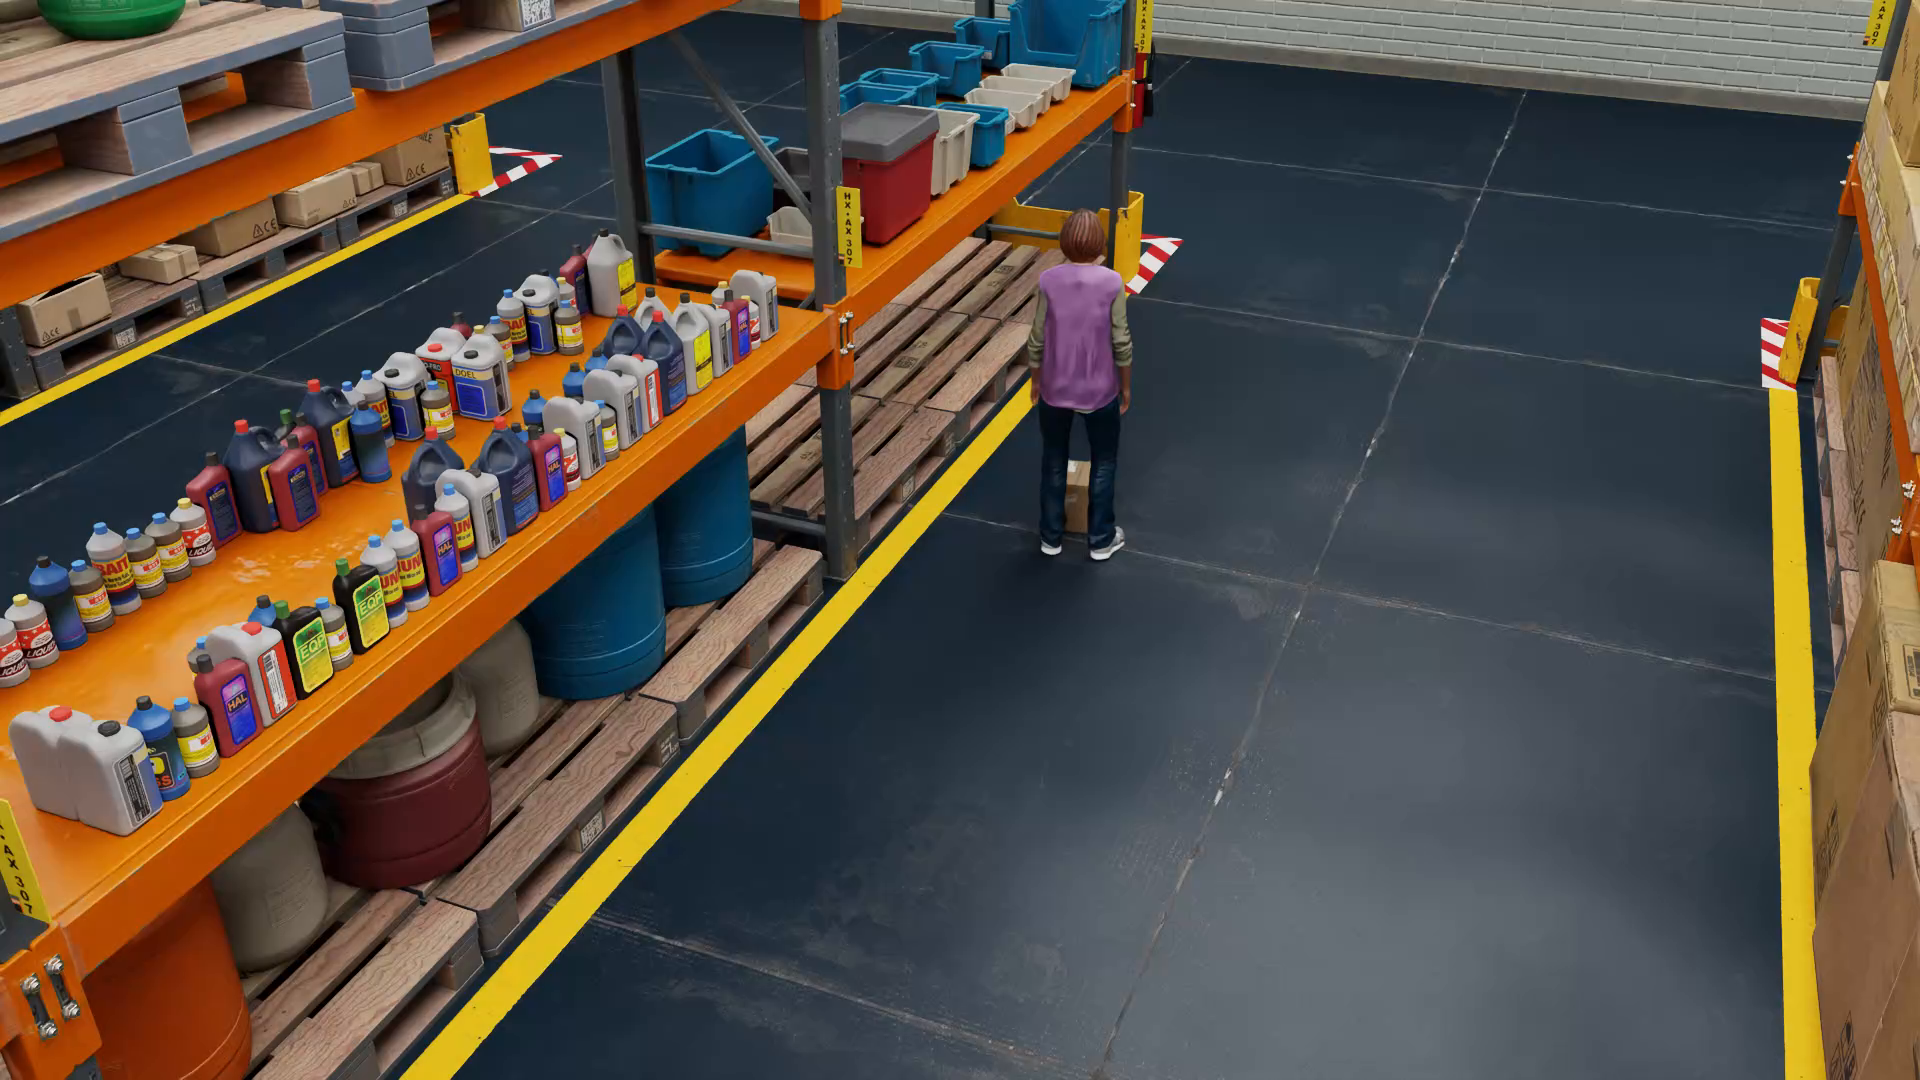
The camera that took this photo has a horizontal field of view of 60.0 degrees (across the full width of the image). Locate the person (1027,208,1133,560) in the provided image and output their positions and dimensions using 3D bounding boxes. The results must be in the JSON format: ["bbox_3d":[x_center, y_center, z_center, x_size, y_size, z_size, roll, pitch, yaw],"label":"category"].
[{"bbox_3d":[0.519,-0.644,7.266,0.458,1.580,0.345,6,31,11],"label":"person"}]
